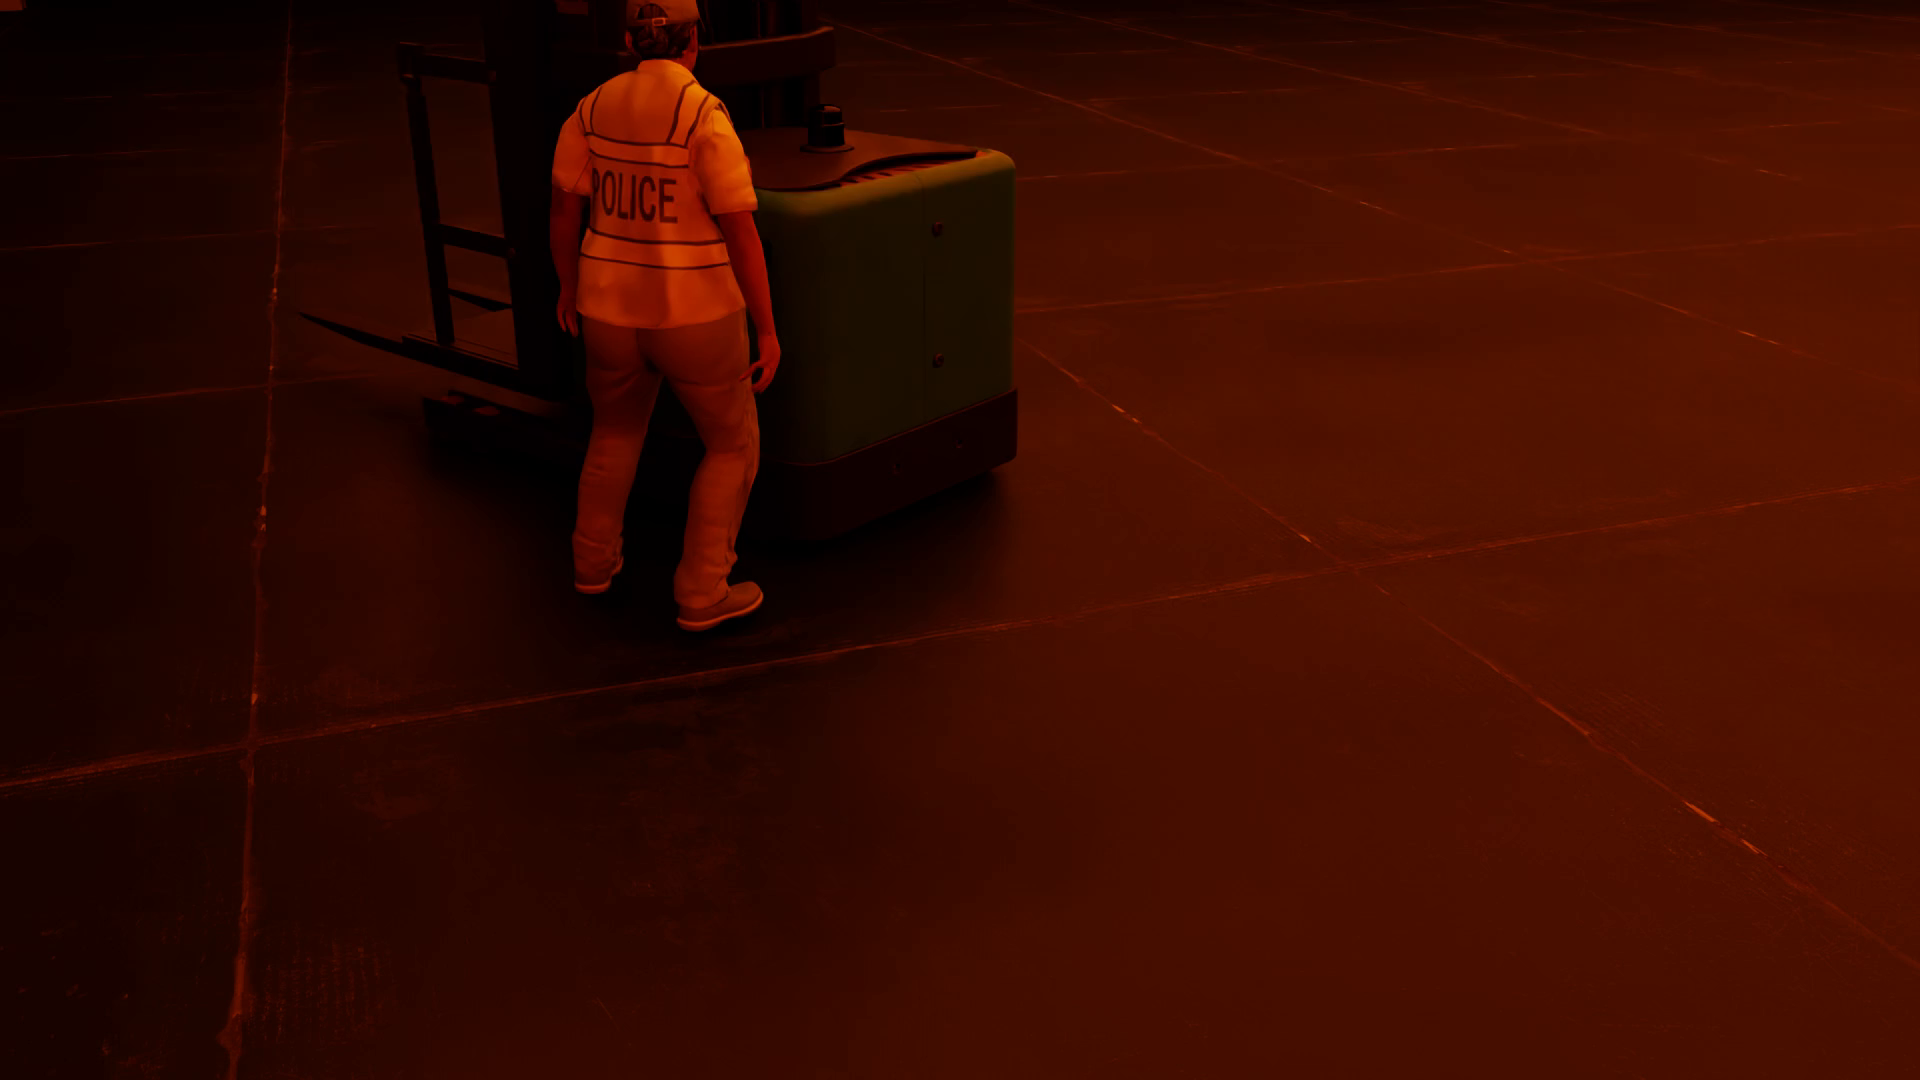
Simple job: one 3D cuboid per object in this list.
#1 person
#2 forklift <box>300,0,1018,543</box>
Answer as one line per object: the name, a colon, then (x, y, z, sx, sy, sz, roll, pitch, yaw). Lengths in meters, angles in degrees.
person: (-0.769, -0.589, 4.277, 0.778, 1.638, 0.457, 10, 25, 22)
forklift: (-1.271, -1.793, 5.561, 3.031, 2.935, 1.130, 18, 28, 36)
